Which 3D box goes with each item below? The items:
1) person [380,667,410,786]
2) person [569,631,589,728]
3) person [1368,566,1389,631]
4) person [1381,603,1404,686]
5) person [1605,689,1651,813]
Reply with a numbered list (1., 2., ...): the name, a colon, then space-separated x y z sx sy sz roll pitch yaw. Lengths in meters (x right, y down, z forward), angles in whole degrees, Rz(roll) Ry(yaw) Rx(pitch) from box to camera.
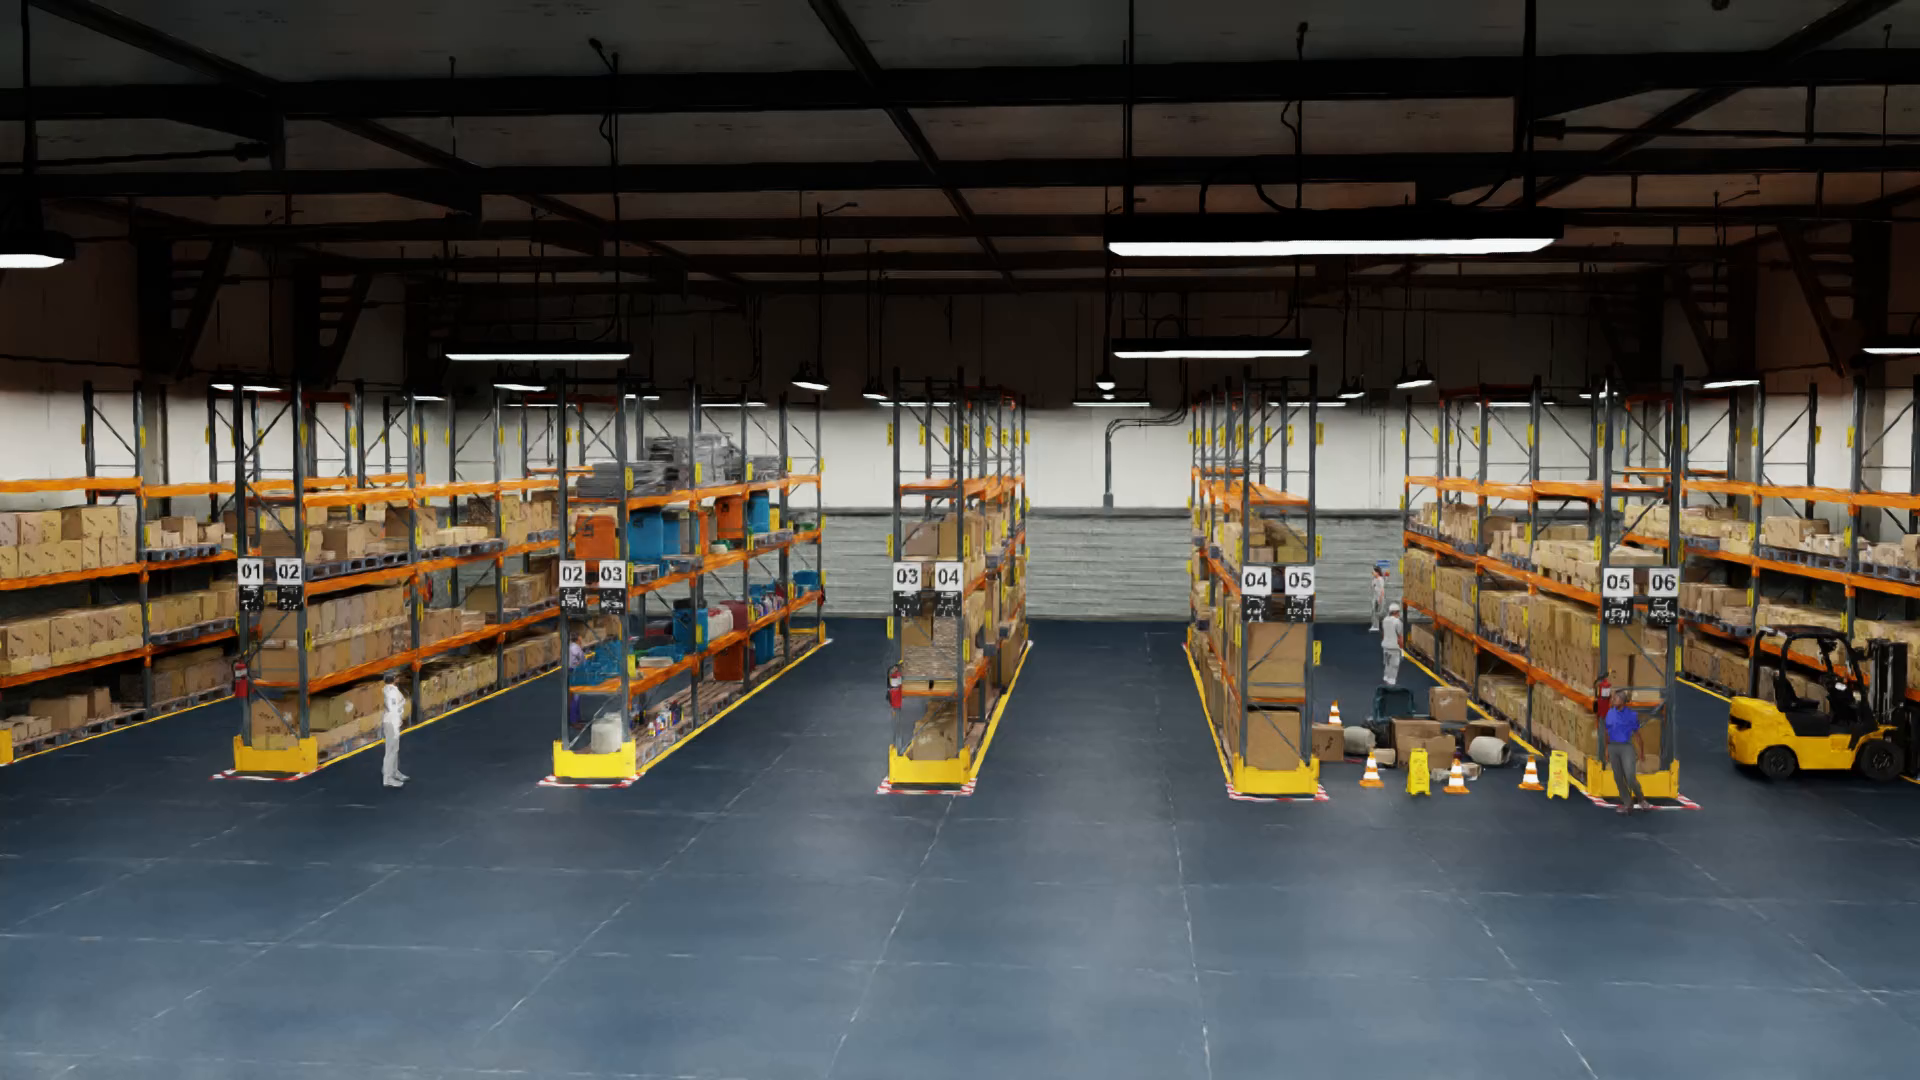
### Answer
1. person: -8.123 2.666 23.911 0.409 1.674 0.532 -2 4 -26
2. person: -6.606 2.386 28.692 0.428 1.656 0.534 -2 4 -26
3. person: 10.856 1.510 42.941 0.613 1.660 0.499 -2 4 -27
4. person: 8.359 2.100 31.993 0.466 1.794 0.629 -2 4 -24
5. person: 8.864 2.806 22.066 0.437 1.641 0.598 -3 5 -39
